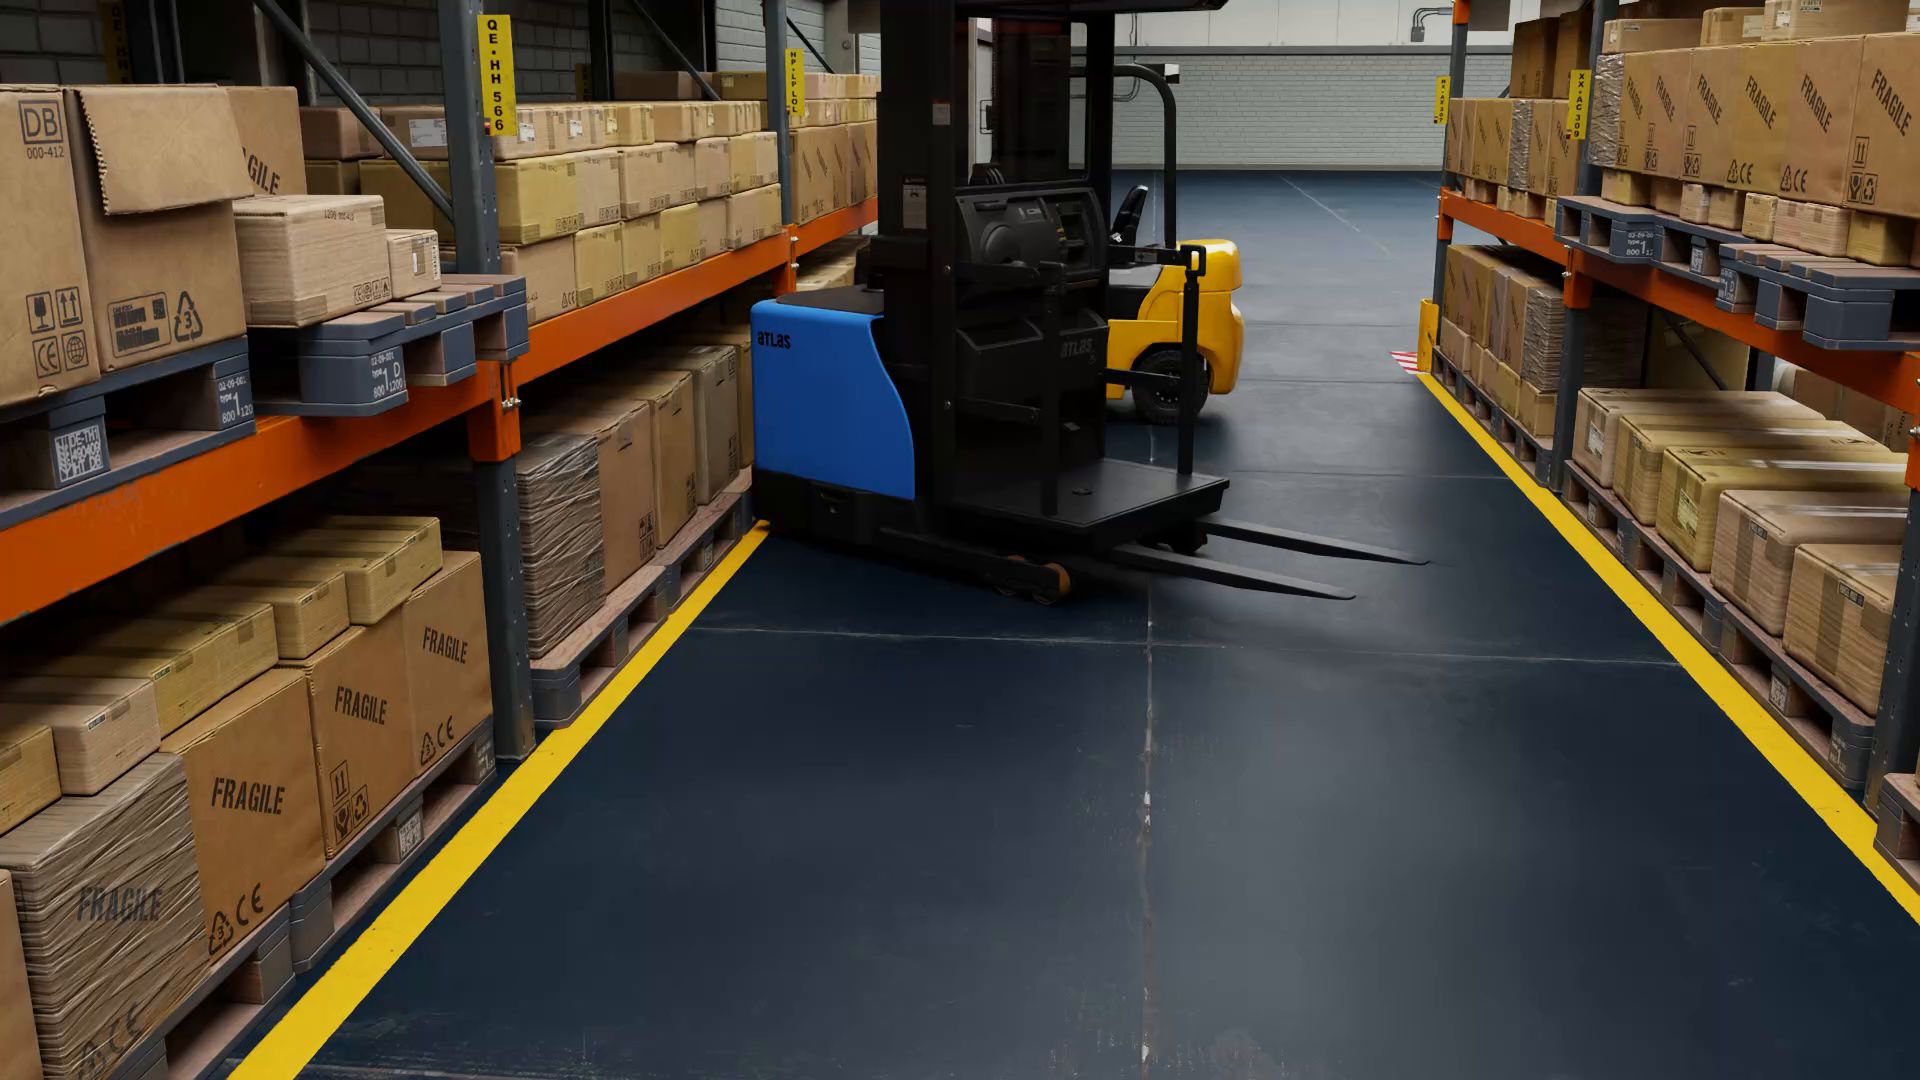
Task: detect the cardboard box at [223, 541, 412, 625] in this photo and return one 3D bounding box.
[{"bbox_3d":[-1.641,0.108,4.259,0.380,0.149,0.250,1,15,3],"label":"cardboard box"}]

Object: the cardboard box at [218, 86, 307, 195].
[{"bbox_3d":[-2.050,-0.913,4.294,0.500,0.500,0.500,2,15,9],"label":"cardboard box"}]

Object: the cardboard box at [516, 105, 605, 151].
[{"bbox_3d":[-1.458,-1.431,5.772,0.380,0.149,0.250,2,15,7],"label":"cardboard box"}]

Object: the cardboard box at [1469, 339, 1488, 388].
[{"bbox_3d":[3.519,-1.120,10.522,0.500,0.250,0.500,3,15,10],"label":"cardboard box"}]

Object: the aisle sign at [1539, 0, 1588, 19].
[{"bbox_3d":[4.294,-3.983,11.664,0.394,0.787,0.004,2,15,6],"label":"aisle sign"}]

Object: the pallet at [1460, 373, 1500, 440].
[{"bbox_3d":[3.723,-0.829,10.324,1.003,0.211,1.213,2,15,6],"label":"pallet"}]

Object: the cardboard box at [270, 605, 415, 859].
[{"bbox_3d":[-1.737,0.459,4.202,0.500,0.500,0.500,1,15,5],"label":"cardboard box"}]

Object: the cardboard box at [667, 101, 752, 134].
[{"bbox_3d":[-1.214,-2.027,7.976,0.380,0.149,0.250,1,15,5],"label":"cardboard box"}]

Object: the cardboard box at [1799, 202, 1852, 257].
[{"bbox_3d":[2.841,-0.957,5.131,0.380,0.149,0.250,2,15,6],"label":"cardboard box"}]

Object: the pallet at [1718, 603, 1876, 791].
[{"bbox_3d":[3.186,0.498,5.415,1.003,0.211,1.213,2,15,6],"label":"pallet"}]

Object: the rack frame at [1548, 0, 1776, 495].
[{"bbox_3d":[3.547,-1.683,8.138,1.000,3.000,0.127,2,15,6],"label":"rack frame"}]

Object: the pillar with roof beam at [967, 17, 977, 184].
[{"bbox_3d":[4.401,-10.149,27.956,9.100,9.000,0.400,2,15,6],"label":"pillar with roof beam"}]

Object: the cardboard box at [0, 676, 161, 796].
[{"bbox_3d":[-1.818,0.379,3.256,0.380,0.149,0.250,1,15,4],"label":"cardboard box"}]

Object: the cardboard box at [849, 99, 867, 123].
[{"bbox_3d":[-0.815,-2.795,10.818,0.380,0.149,0.250,2,15,7],"label":"cardboard box"}]

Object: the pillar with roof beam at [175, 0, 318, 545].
[{"bbox_3d":[1.693,-3.924,4.936,9.100,9.000,0.400,2,15,6],"label":"pillar with roof beam"}]

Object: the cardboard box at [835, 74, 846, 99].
[{"bbox_3d":[-0.932,-2.873,10.537,0.380,0.149,0.250,2,15,7],"label":"cardboard box"}]

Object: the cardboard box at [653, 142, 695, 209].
[{"bbox_3d":[-1.376,-1.466,6.665,0.500,0.250,0.500,2,15,7],"label":"cardboard box"}]

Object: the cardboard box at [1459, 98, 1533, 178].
[{"bbox_3d":[3.614,-2.663,11.002,0.500,0.500,0.500,2,15,8],"label":"cardboard box"}]

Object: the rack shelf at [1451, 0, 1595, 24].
[{"bbox_3d":[3.773,-3.302,9.759,1.077,0.370,4.000,2,15,6],"label":"rack shelf"}]

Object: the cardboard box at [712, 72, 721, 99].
[{"bbox_3d":[-1.132,-2.478,9.075,0.380,0.149,0.250,2,15,7],"label":"cardboard box"}]

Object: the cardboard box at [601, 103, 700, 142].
[{"bbox_3d":[-1.271,-1.691,6.734,0.380,0.149,0.250,1,15,5],"label":"cardboard box"}]

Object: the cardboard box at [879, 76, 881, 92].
[{"bbox_3d":[-0.762,-3.206,11.769,0.380,0.149,0.250,2,15,6],"label":"cardboard box"}]

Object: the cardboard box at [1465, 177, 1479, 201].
[{"bbox_3d":[3.555,-2.320,10.977,0.380,0.149,0.250,2,15,7],"label":"cardboard box"}]

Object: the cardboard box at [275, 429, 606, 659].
[{"bbox_3d":[-1.752,-0.008,5.691,0.875,0.625,0.625,2,15,8],"label":"cardboard box"}]

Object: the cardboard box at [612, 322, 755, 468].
[{"bbox_3d":[-1.433,-0.749,8.429,0.875,0.625,0.625,2,15,9],"label":"cardboard box"}]

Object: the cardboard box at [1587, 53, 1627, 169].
[{"bbox_3d":[3.209,-1.964,7.613,0.500,0.500,0.500,2,15,8],"label":"cardboard box"}]

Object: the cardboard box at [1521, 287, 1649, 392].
[{"bbox_3d":[3.347,-1.081,8.941,0.500,0.500,0.500,1,15,5],"label":"cardboard box"}]

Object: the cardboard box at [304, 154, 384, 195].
[{"bbox_3d":[-2.062,-1.084,5.254,0.500,0.250,0.500,2,15,8],"label":"cardboard box"}]

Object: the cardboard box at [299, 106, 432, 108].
[{"bbox_3d":[-1.992,-1.379,5.580,0.380,0.149,0.250,2,15,6],"label":"cardboard box"}]

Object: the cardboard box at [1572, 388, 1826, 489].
[{"bbox_3d":[3.491,-0.481,7.923,0.950,0.372,0.625,2,15,7],"label":"cardboard box"}]

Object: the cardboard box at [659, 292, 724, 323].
[{"bbox_3d":[-1.522,-1.319,9.342,0.500,0.250,0.500,2,15,7],"label":"cardboard box"}]

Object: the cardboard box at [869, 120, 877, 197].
[{"bbox_3d":[-0.796,-2.644,11.502,0.500,0.500,0.500,2,15,8],"label":"cardboard box"}]

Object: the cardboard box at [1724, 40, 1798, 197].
[{"bbox_3d":[2.974,-1.431,5.643,0.500,0.500,0.500,1,15,2],"label":"cardboard box"}]

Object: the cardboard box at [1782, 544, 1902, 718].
[{"bbox_3d":[3.170,0.274,5.131,0.950,0.372,0.625,1,15,2],"label":"cardboard box"}]

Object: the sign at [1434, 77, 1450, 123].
[{"bbox_3d":[3.460,-3.154,11.921,0.100,0.325,0.005,2,15,6],"label":"sign"}]

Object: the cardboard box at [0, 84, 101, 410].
[{"bbox_3d":[-1.864,-0.461,2.623,0.700,0.500,0.500,2,15,6],"label":"cardboard box"}]

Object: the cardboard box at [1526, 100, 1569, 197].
[{"bbox_3d":[3.402,-2.131,9.034,0.500,0.500,0.500,2,15,8],"label":"cardboard box"}]

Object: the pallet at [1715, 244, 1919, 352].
[{"bbox_3d":[3.071,-0.741,5.022,1.213,0.211,1.003,2,15,6],"label":"pallet"}]

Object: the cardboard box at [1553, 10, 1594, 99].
[{"bbox_3d":[3.944,-2.864,9.831,0.700,0.500,0.500,2,15,6],"label":"cardboard box"}]

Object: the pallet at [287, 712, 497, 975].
[{"bbox_3d":[-1.958,0.748,4.491,1.003,0.211,1.213,2,15,6],"label":"pallet"}]

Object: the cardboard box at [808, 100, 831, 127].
[{"bbox_3d":[-0.957,-2.462,9.585,0.380,0.149,0.250,2,15,7],"label":"cardboard box"}]

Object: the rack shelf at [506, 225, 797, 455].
[{"bbox_3d":[-1.611,-0.962,6.851,1.077,0.370,4.000,2,15,6],"label":"rack shelf"}]

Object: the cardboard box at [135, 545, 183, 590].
[{"bbox_3d":[-2.262,0.095,4.308,0.380,0.149,0.250,2,15,8],"label":"cardboard box"}]

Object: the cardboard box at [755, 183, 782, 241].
[{"bbox_3d":[-1.182,-1.617,8.183,0.500,0.250,0.500,2,15,8],"label":"cardboard box"}]

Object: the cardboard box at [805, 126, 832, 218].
[{"bbox_3d":[-1.033,-2.119,9.561,0.500,0.500,0.500,2,15,7],"label":"cardboard box"}]

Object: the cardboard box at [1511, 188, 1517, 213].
[{"bbox_3d":[3.451,-1.983,9.730,0.380,0.149,0.250,1,15,5],"label":"cardboard box"}]

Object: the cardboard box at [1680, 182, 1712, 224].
[{"bbox_3d":[2.996,-1.293,6.374,0.380,0.149,0.250,2,15,8],"label":"cardboard box"}]

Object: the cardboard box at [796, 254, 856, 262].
[{"bbox_3d":[-0.839,-1.700,10.749,0.500,0.250,0.500,1,15,5],"label":"cardboard box"}]

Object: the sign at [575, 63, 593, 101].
[{"bbox_3d":[-1.937,-2.300,8.611,0.100,0.325,0.005,2,15,6],"label":"sign"}]

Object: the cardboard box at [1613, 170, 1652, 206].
[{"bbox_3d":[3.134,-1.566,7.382,0.380,0.149,0.250,2,15,7],"label":"cardboard box"}]

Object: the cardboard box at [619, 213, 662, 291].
[{"bbox_3d":[-1.431,-1.090,6.234,0.500,0.250,0.500,1,15,4],"label":"cardboard box"}]

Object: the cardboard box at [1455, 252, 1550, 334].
[{"bbox_3d":[3.576,-1.615,10.913,0.500,0.500,0.500,1,15,4],"label":"cardboard box"}]

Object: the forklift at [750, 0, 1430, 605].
[{"bbox_3d":[0.474,-1.309,6.888,3.031,2.935,1.130,13,20,39],"label":"forklift"}]

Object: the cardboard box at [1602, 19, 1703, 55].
[{"bbox_3d":[3.143,-2.279,7.534,0.380,0.149,0.250,2,15,6],"label":"cardboard box"}]
